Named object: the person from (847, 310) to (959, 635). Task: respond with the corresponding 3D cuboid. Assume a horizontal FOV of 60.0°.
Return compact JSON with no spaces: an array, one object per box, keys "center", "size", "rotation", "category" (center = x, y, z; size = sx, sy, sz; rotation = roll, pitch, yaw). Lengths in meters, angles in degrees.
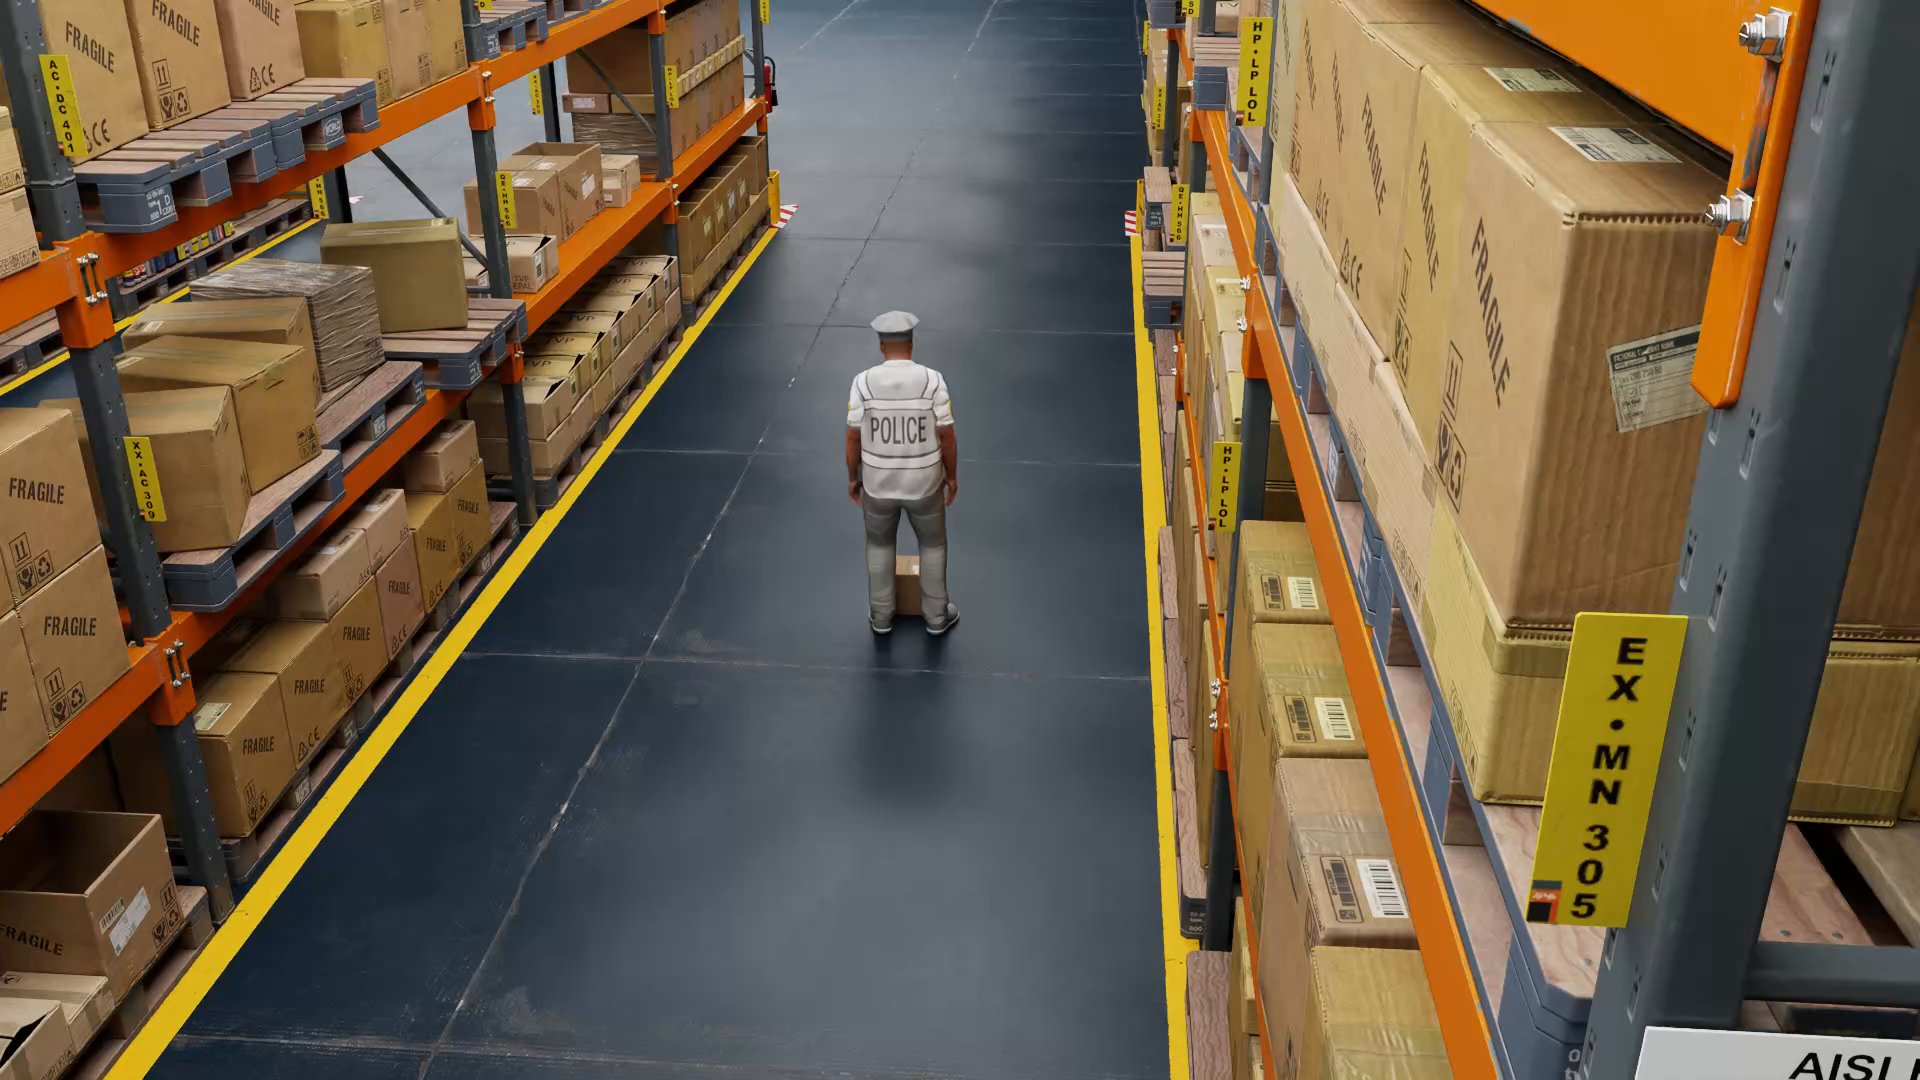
[{"center":[-0.301,-0.315,8.794],"size":[0.584,1.746,0.433],"rotation":[2,24,4],"category":"person"}]
